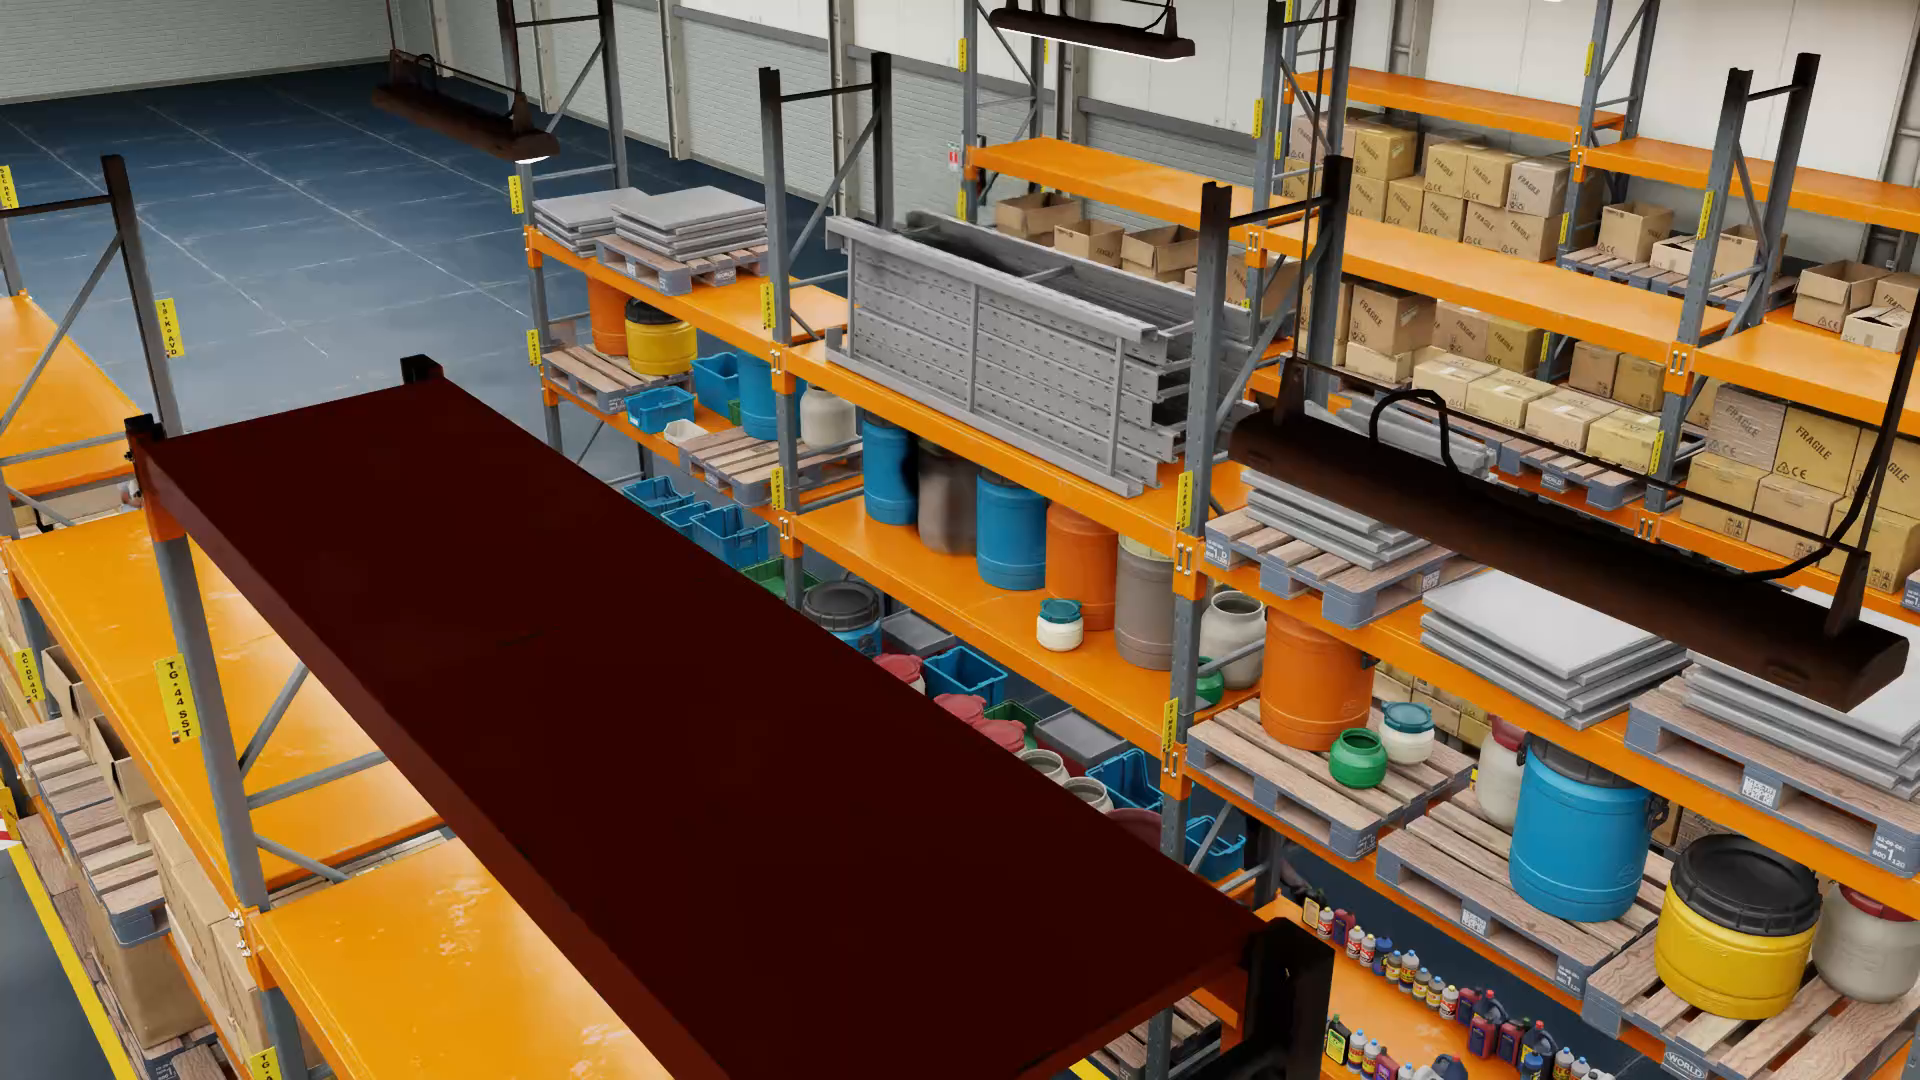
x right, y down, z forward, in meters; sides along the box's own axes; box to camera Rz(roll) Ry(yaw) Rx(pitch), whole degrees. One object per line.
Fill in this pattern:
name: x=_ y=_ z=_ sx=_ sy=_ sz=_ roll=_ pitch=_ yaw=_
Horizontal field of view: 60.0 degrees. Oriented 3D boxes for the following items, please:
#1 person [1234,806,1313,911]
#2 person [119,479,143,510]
person: x=2.264 y=2.080 z=12.059 sx=0.656 sy=1.696 sz=0.627 roll=-19 pitch=32 yaw=-34
person: x=-8.097 y=-0.263 z=16.790 sx=0.931 sy=1.747 sz=0.713 roll=-2 pitch=26 yaw=-5
